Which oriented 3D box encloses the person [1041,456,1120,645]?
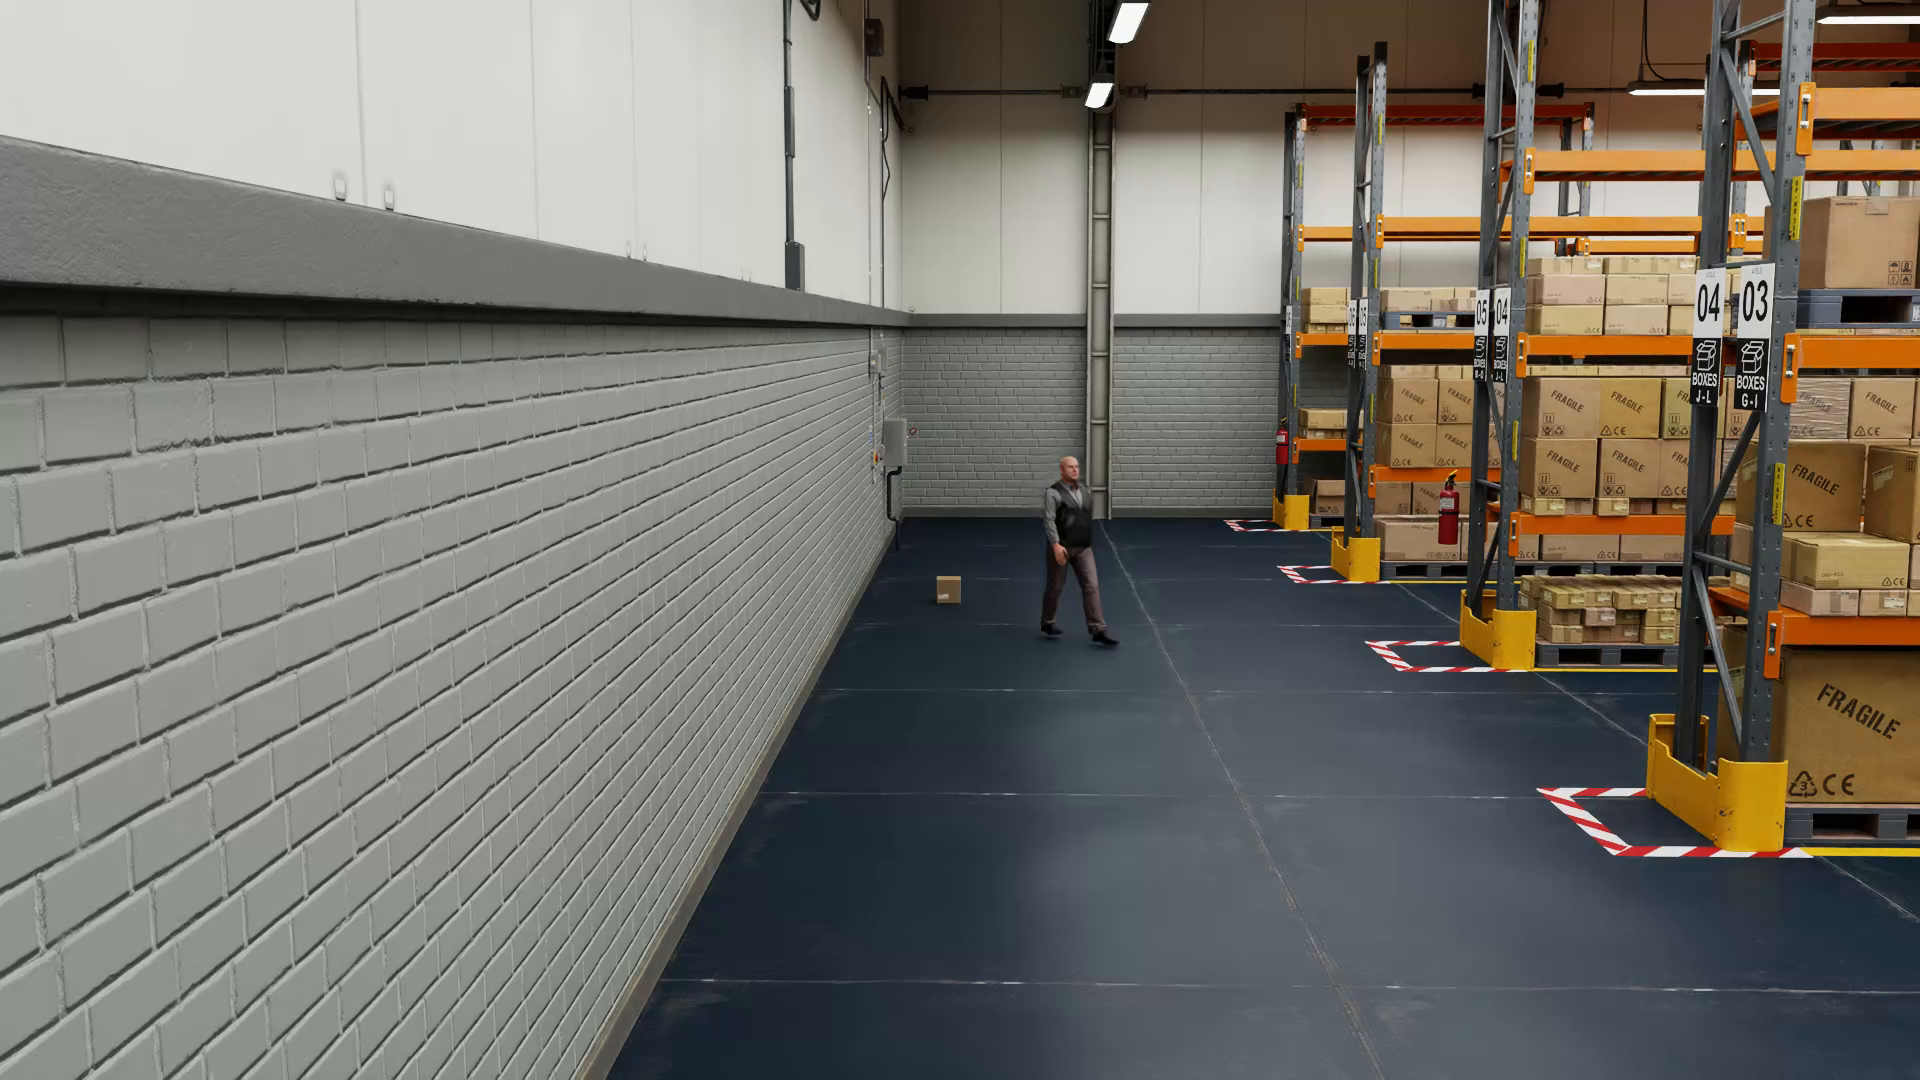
[{"bbox_3d":[1.038,0.080,15.125,0.568,1.667,0.972,-4,8,-28],"label":"person"}]
